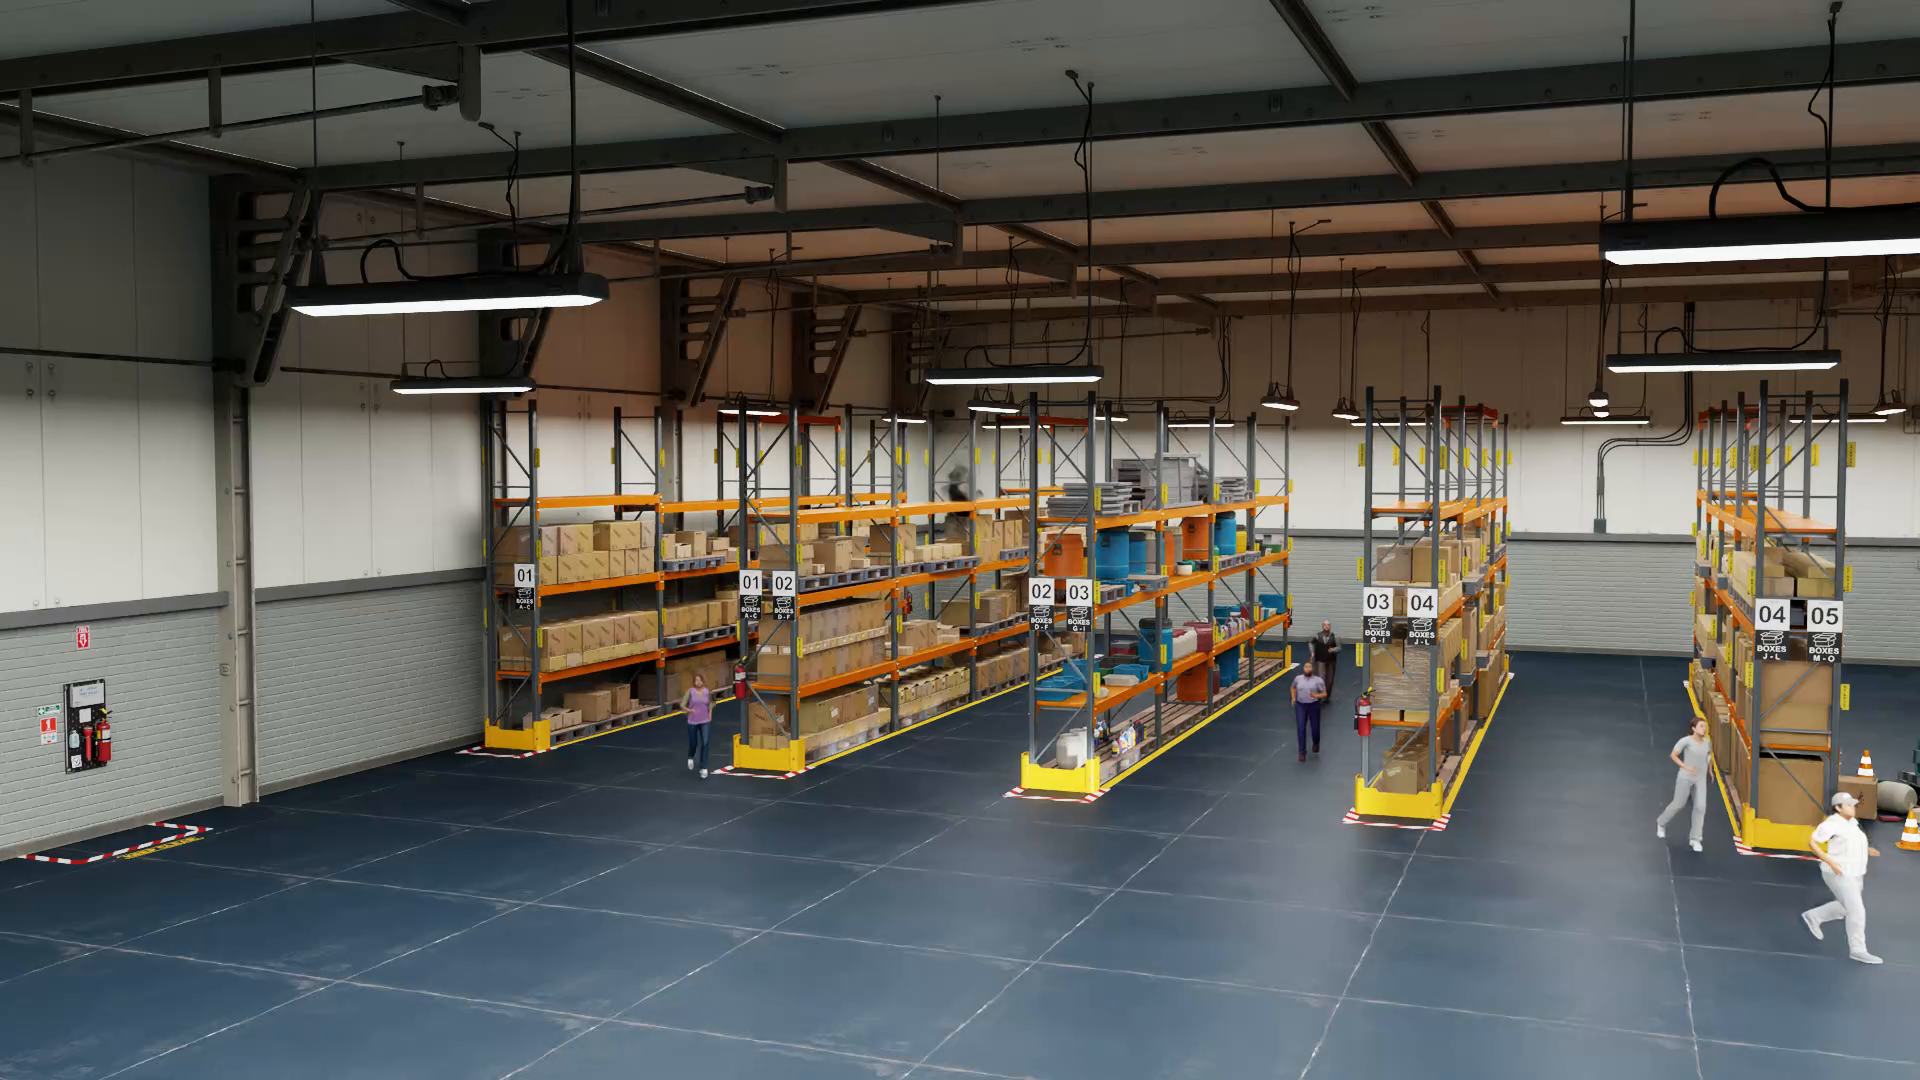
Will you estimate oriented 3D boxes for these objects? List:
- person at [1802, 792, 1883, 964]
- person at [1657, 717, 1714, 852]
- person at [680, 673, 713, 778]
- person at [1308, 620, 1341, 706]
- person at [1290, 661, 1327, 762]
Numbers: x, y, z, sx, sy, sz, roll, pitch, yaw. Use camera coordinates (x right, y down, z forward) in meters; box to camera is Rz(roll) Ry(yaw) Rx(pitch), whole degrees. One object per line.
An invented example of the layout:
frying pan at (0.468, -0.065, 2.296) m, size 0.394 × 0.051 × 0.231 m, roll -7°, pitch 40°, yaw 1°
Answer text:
person at (8.857, 3.348, 16.711) m, size 0.619 × 1.640 × 0.877 m, roll -2°, pitch 3°, yaw -34°
person at (9.461, 3.103, 21.433) m, size 0.640 × 1.647 × 0.948 m, roll 0°, pitch 3°, yaw -4°
person at (-4.141, 2.905, 26.230) m, size 0.549 × 1.604 × 0.775 m, roll -1°, pitch 3°, yaw -18°
person at (7.377, 2.490, 33.579) m, size 0.630 × 1.730 × 0.703 m, roll 0°, pitch 3°, yaw 6°
person at (5.771, 2.814, 27.577) m, size 0.615 × 1.624 × 0.918 m, roll 1°, pitch 3°, yaw 17°
